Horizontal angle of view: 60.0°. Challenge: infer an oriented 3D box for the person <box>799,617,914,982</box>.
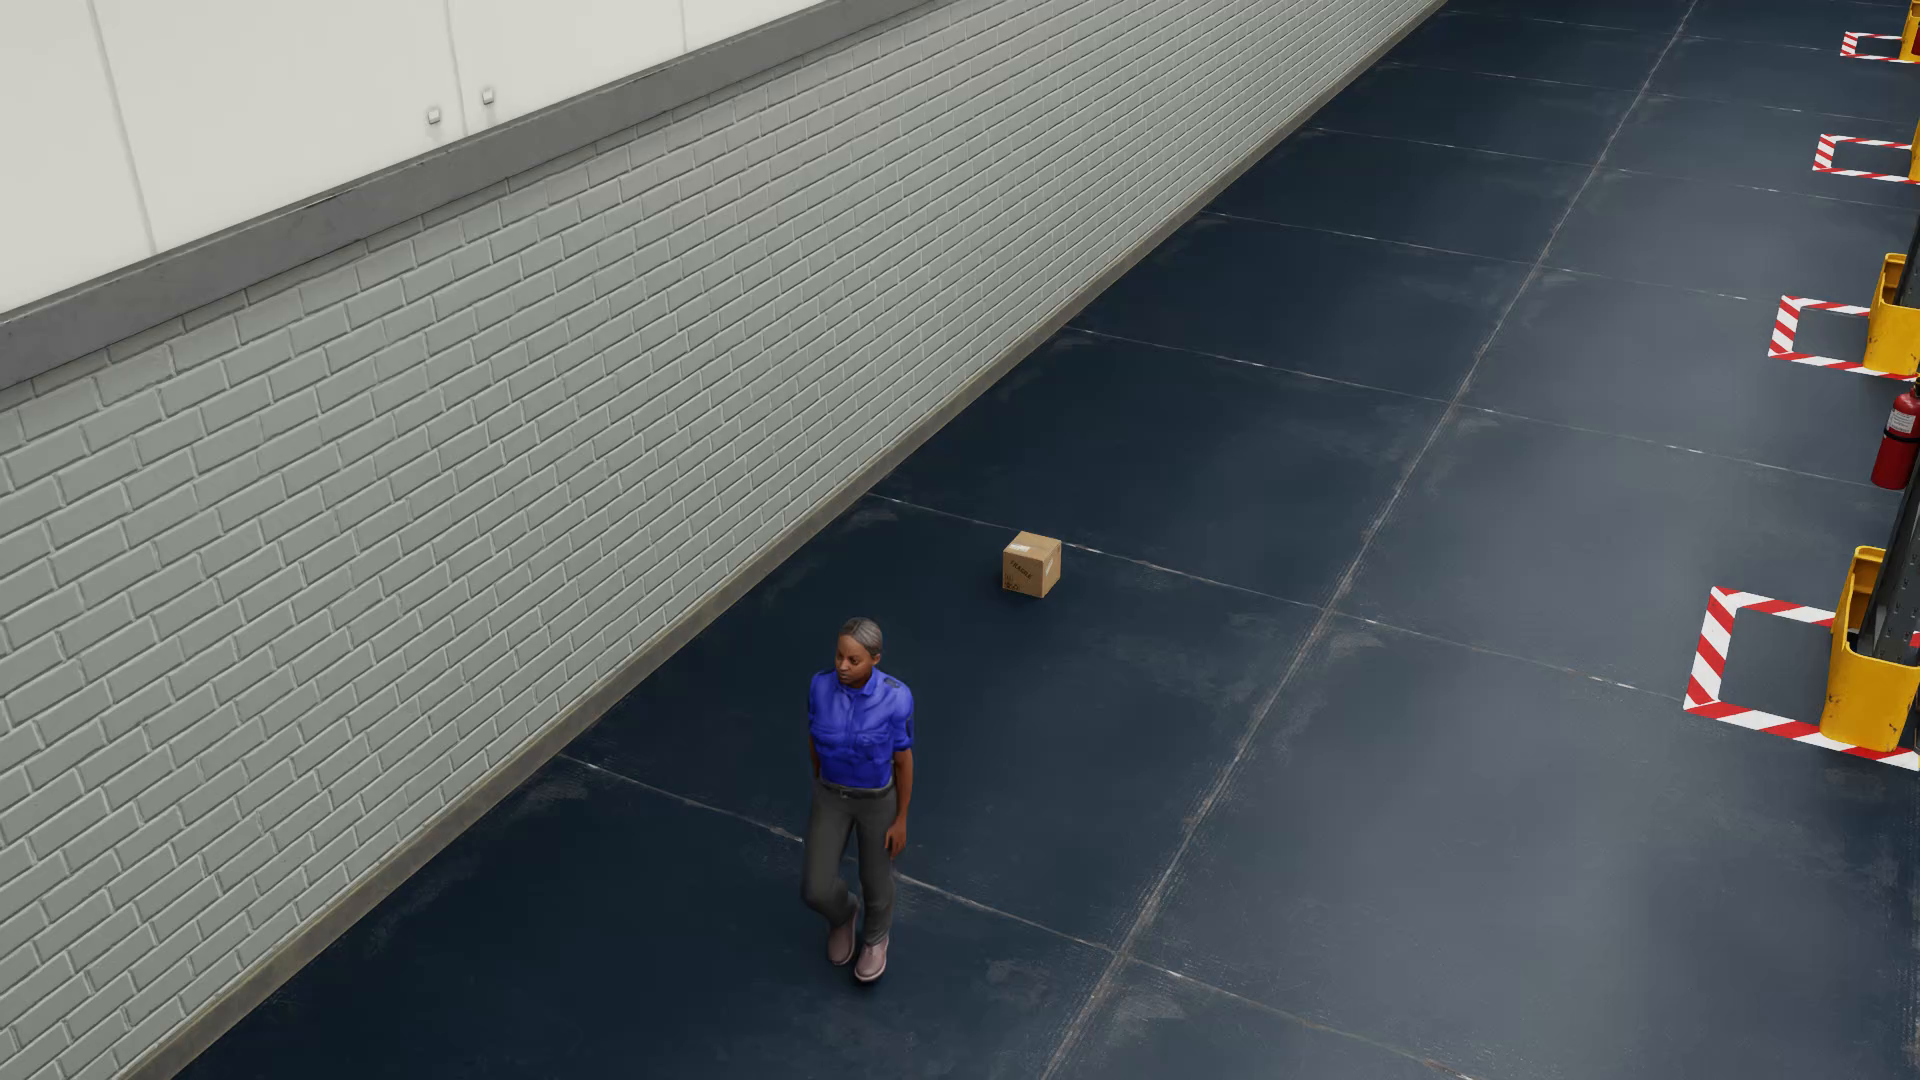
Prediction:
[{"bbox_3d":[-0.400,1.062,6.461,0.441,1.660,0.408,7,31,11],"label":"person"}]
